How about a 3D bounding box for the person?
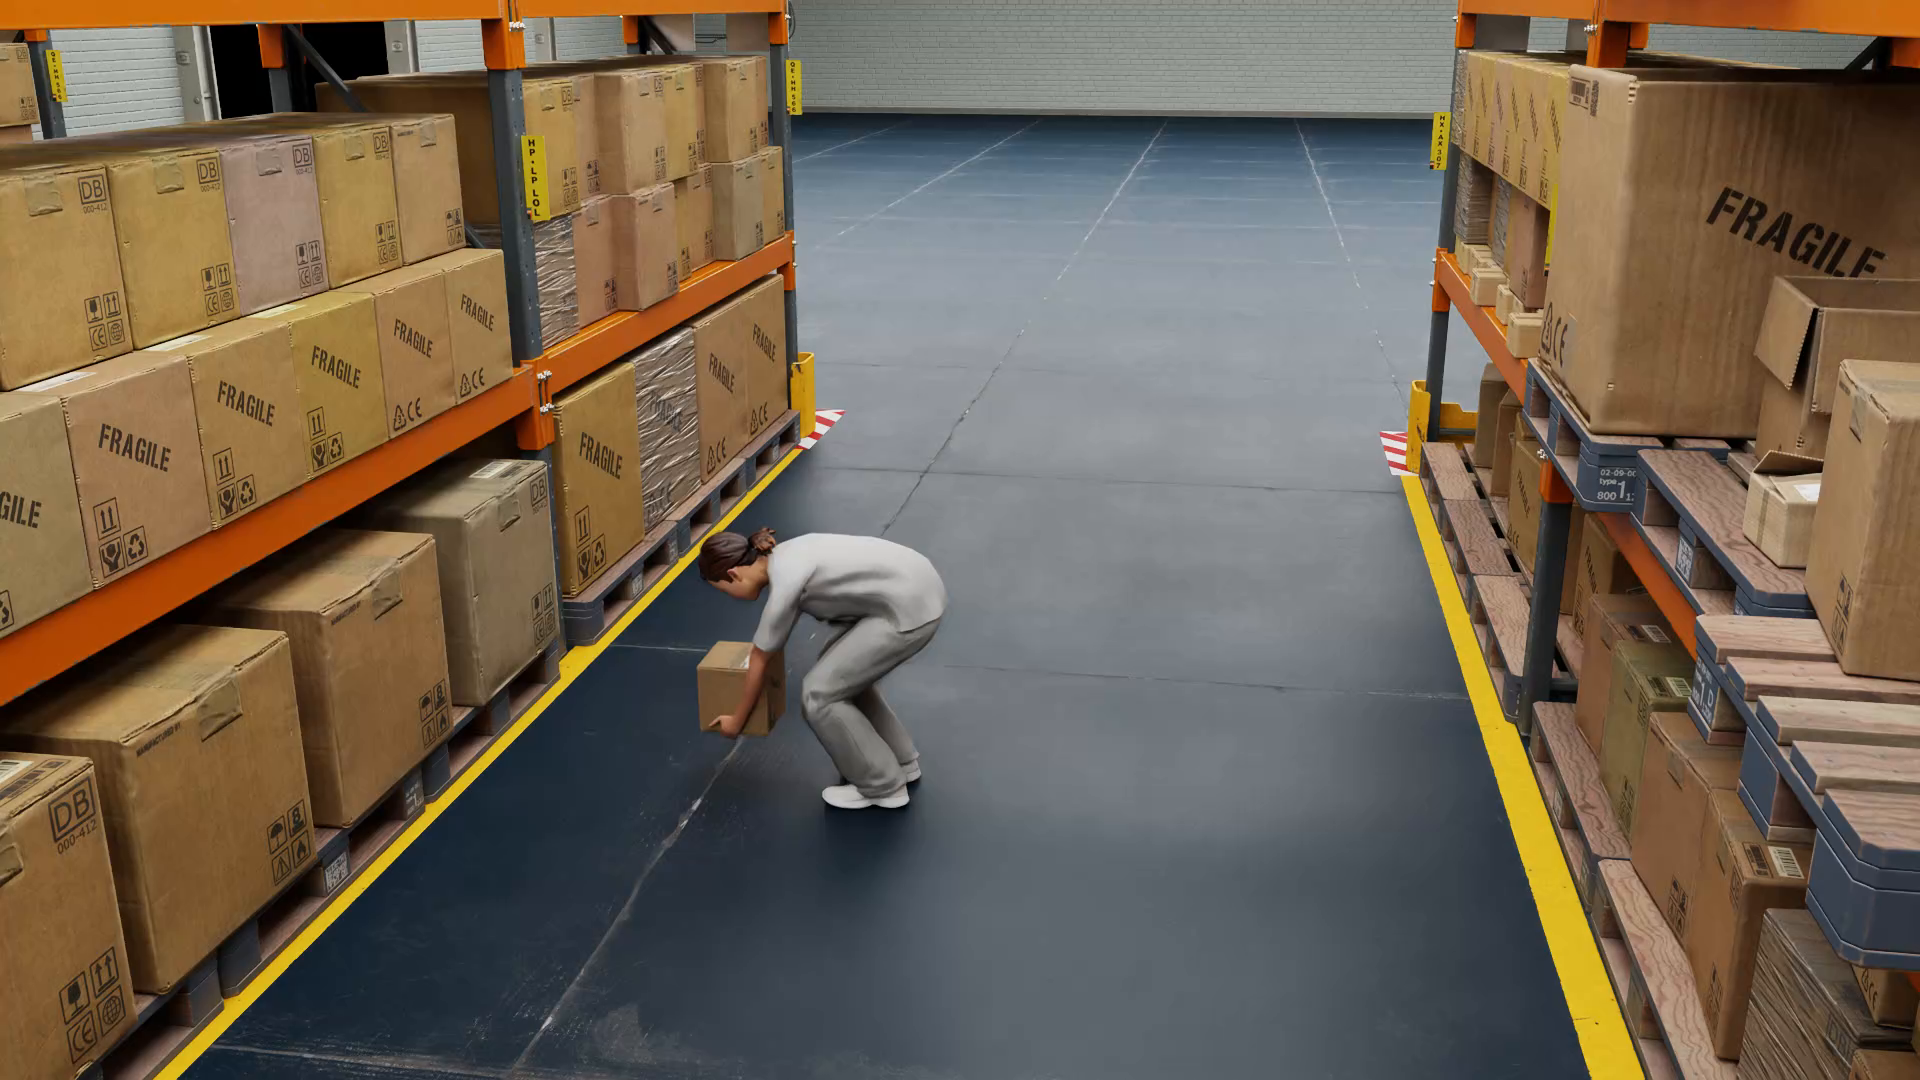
[{"bbox_3d":[-0.478,0.430,5.859,0.867,0.979,0.472,2,18,6],"label":"person"}]
